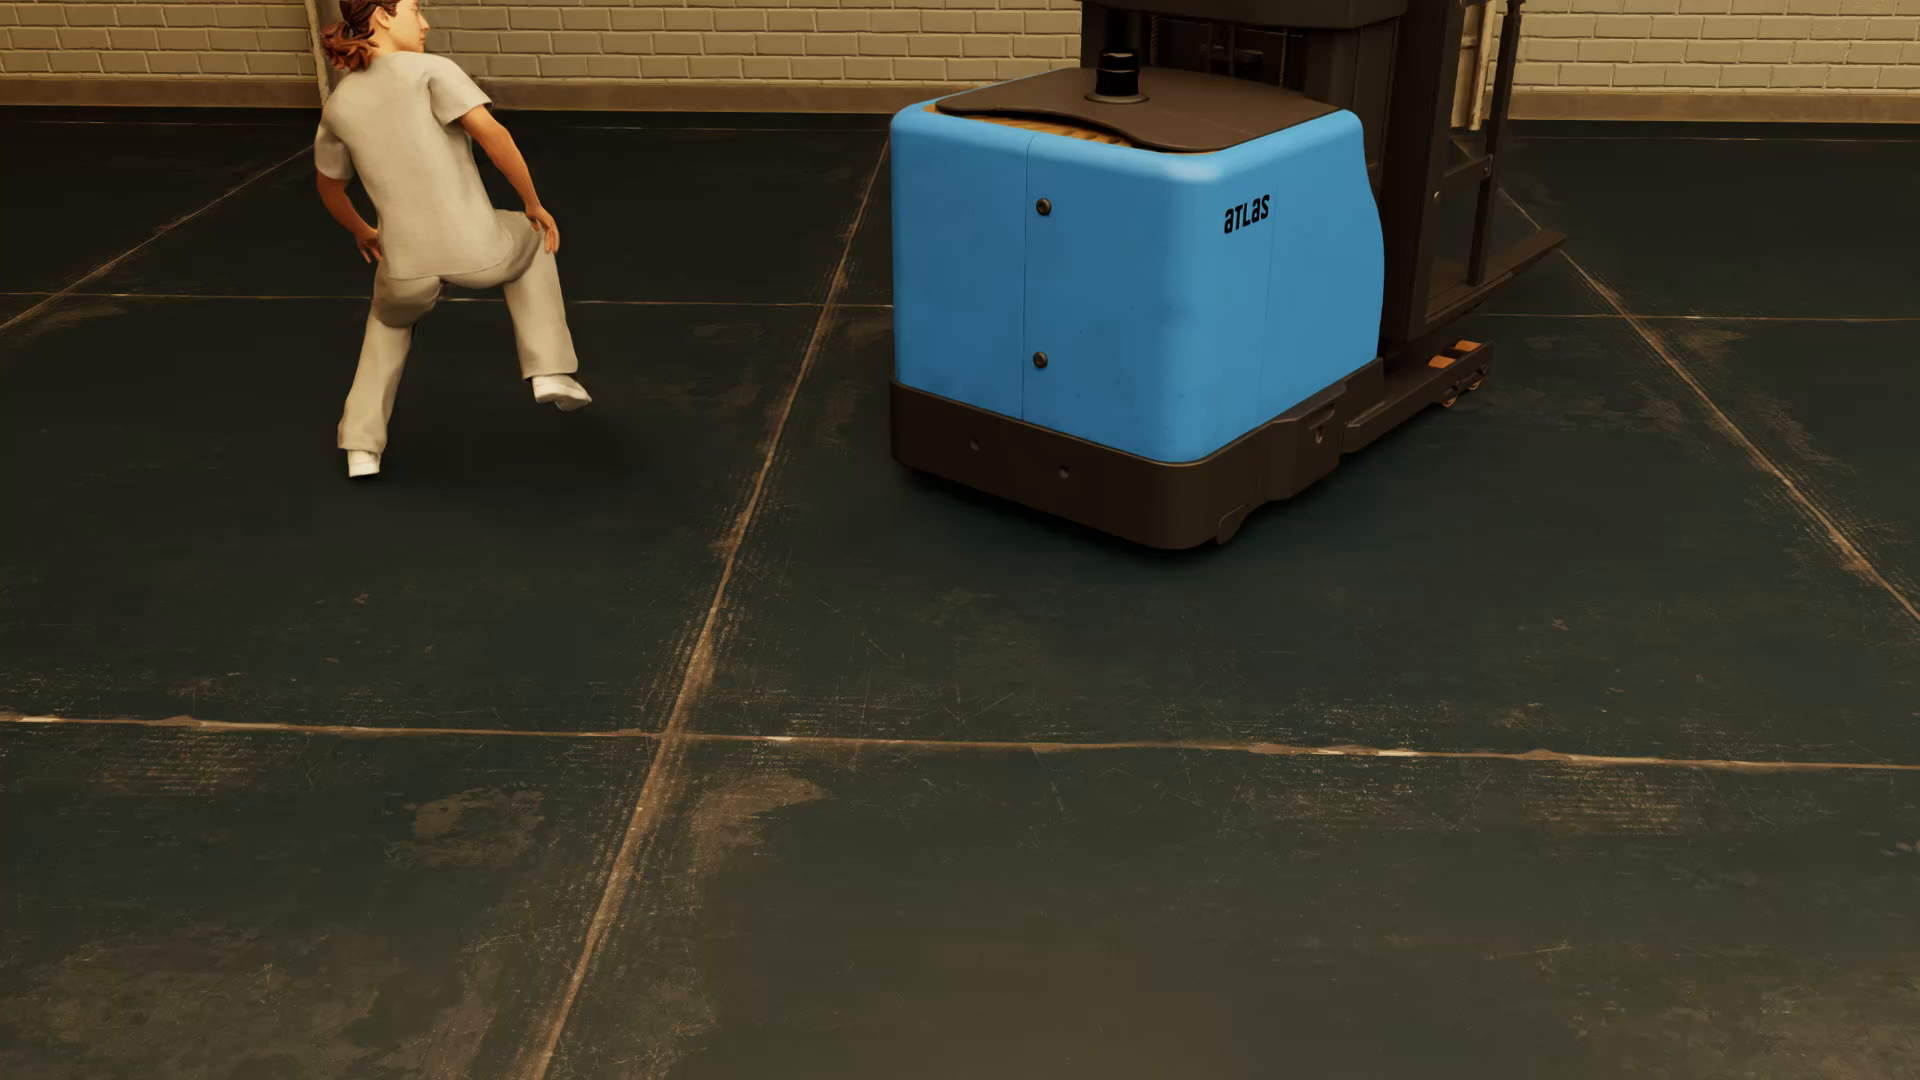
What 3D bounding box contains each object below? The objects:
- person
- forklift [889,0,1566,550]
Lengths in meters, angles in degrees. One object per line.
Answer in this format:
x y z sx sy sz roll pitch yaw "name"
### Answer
-1.490 -0.883 4.755 0.718 1.443 0.597 -1 26 -2 "person"
1.119 -1.869 4.998 1.130 2.935 3.031 20 33 35 "forklift"
